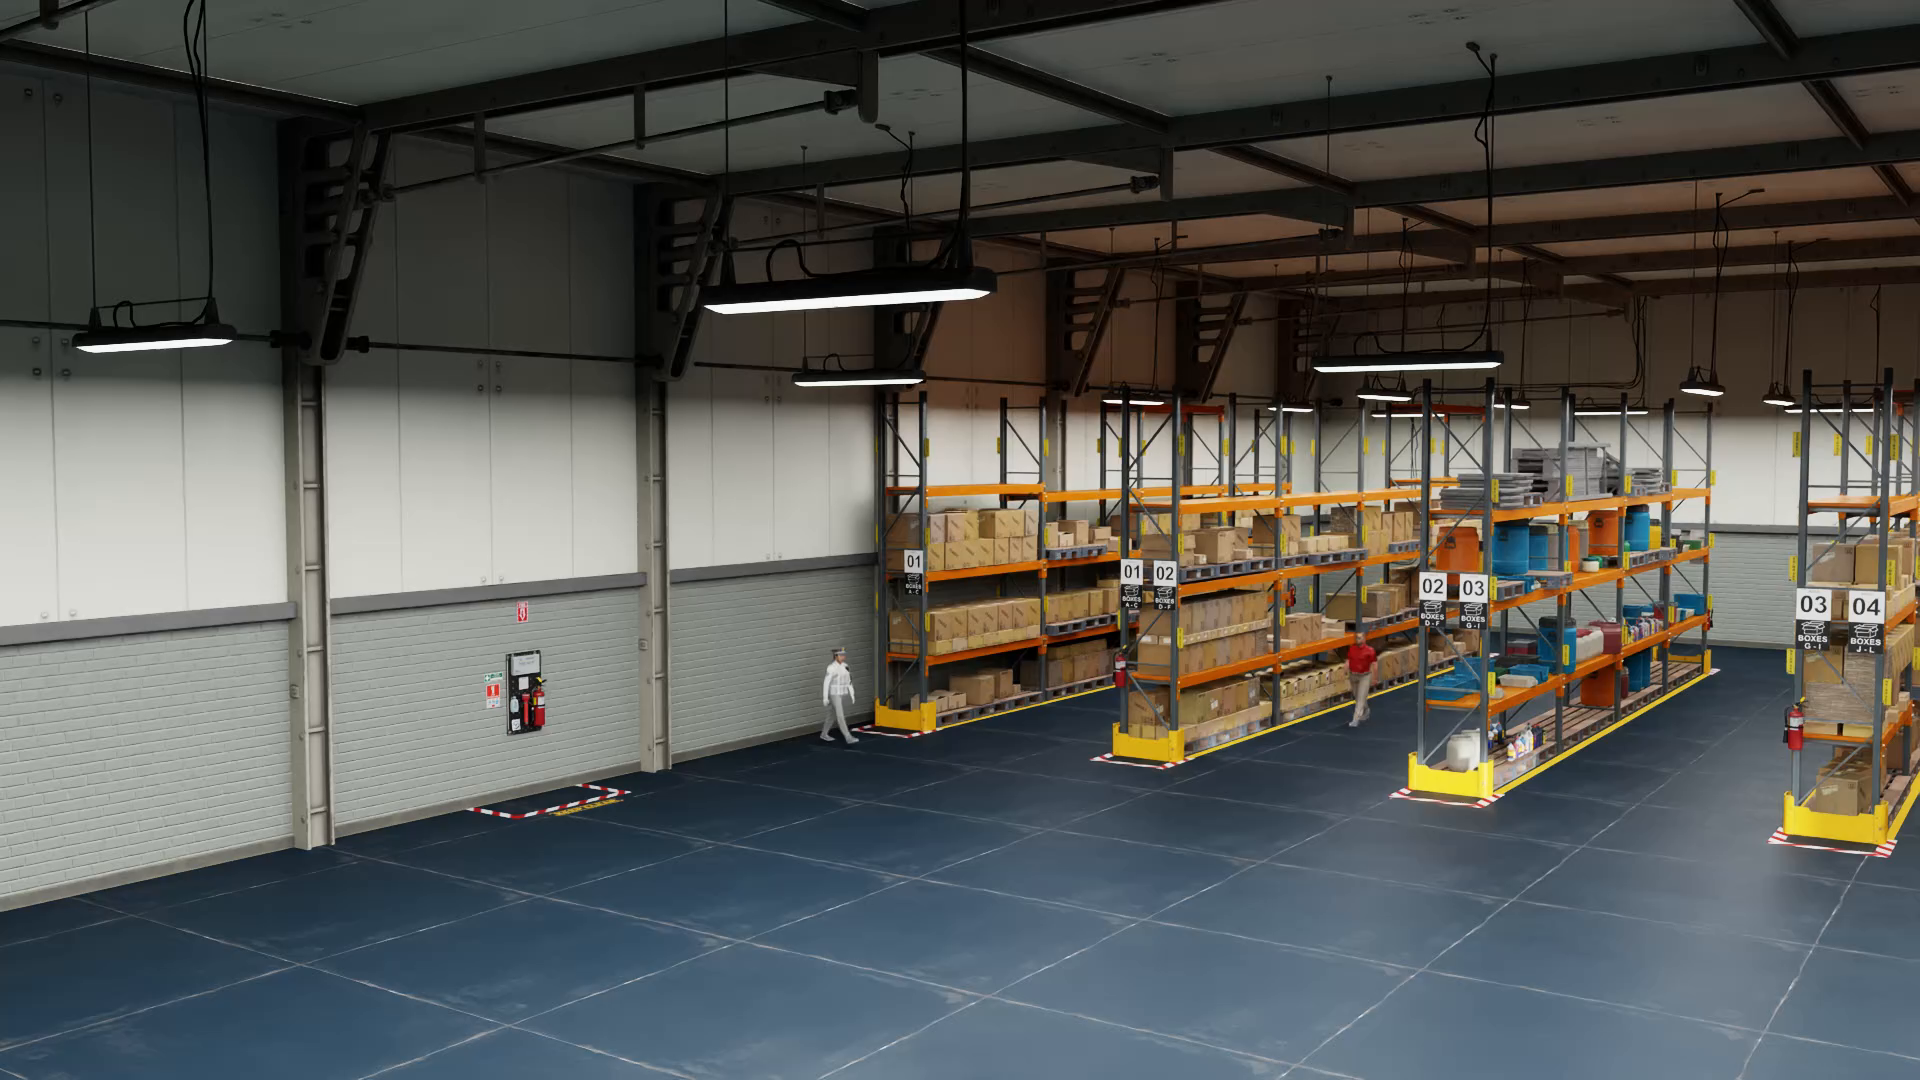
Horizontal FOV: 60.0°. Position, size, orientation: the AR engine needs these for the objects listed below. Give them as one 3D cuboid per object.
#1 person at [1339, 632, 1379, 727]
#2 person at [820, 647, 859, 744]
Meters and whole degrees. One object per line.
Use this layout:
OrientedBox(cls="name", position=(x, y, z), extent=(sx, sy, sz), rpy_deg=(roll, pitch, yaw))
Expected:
OrientedBox(cls="person", position=(7.187, 2.480, 29.964), extent=(0.630, 1.656, 1.077), rpy_deg=(2, 4, 38))
OrientedBox(cls="person", position=(-1.990, 2.609, 28.012), extent=(0.974, 1.622, 0.523), rpy_deg=(2, 4, 32))
